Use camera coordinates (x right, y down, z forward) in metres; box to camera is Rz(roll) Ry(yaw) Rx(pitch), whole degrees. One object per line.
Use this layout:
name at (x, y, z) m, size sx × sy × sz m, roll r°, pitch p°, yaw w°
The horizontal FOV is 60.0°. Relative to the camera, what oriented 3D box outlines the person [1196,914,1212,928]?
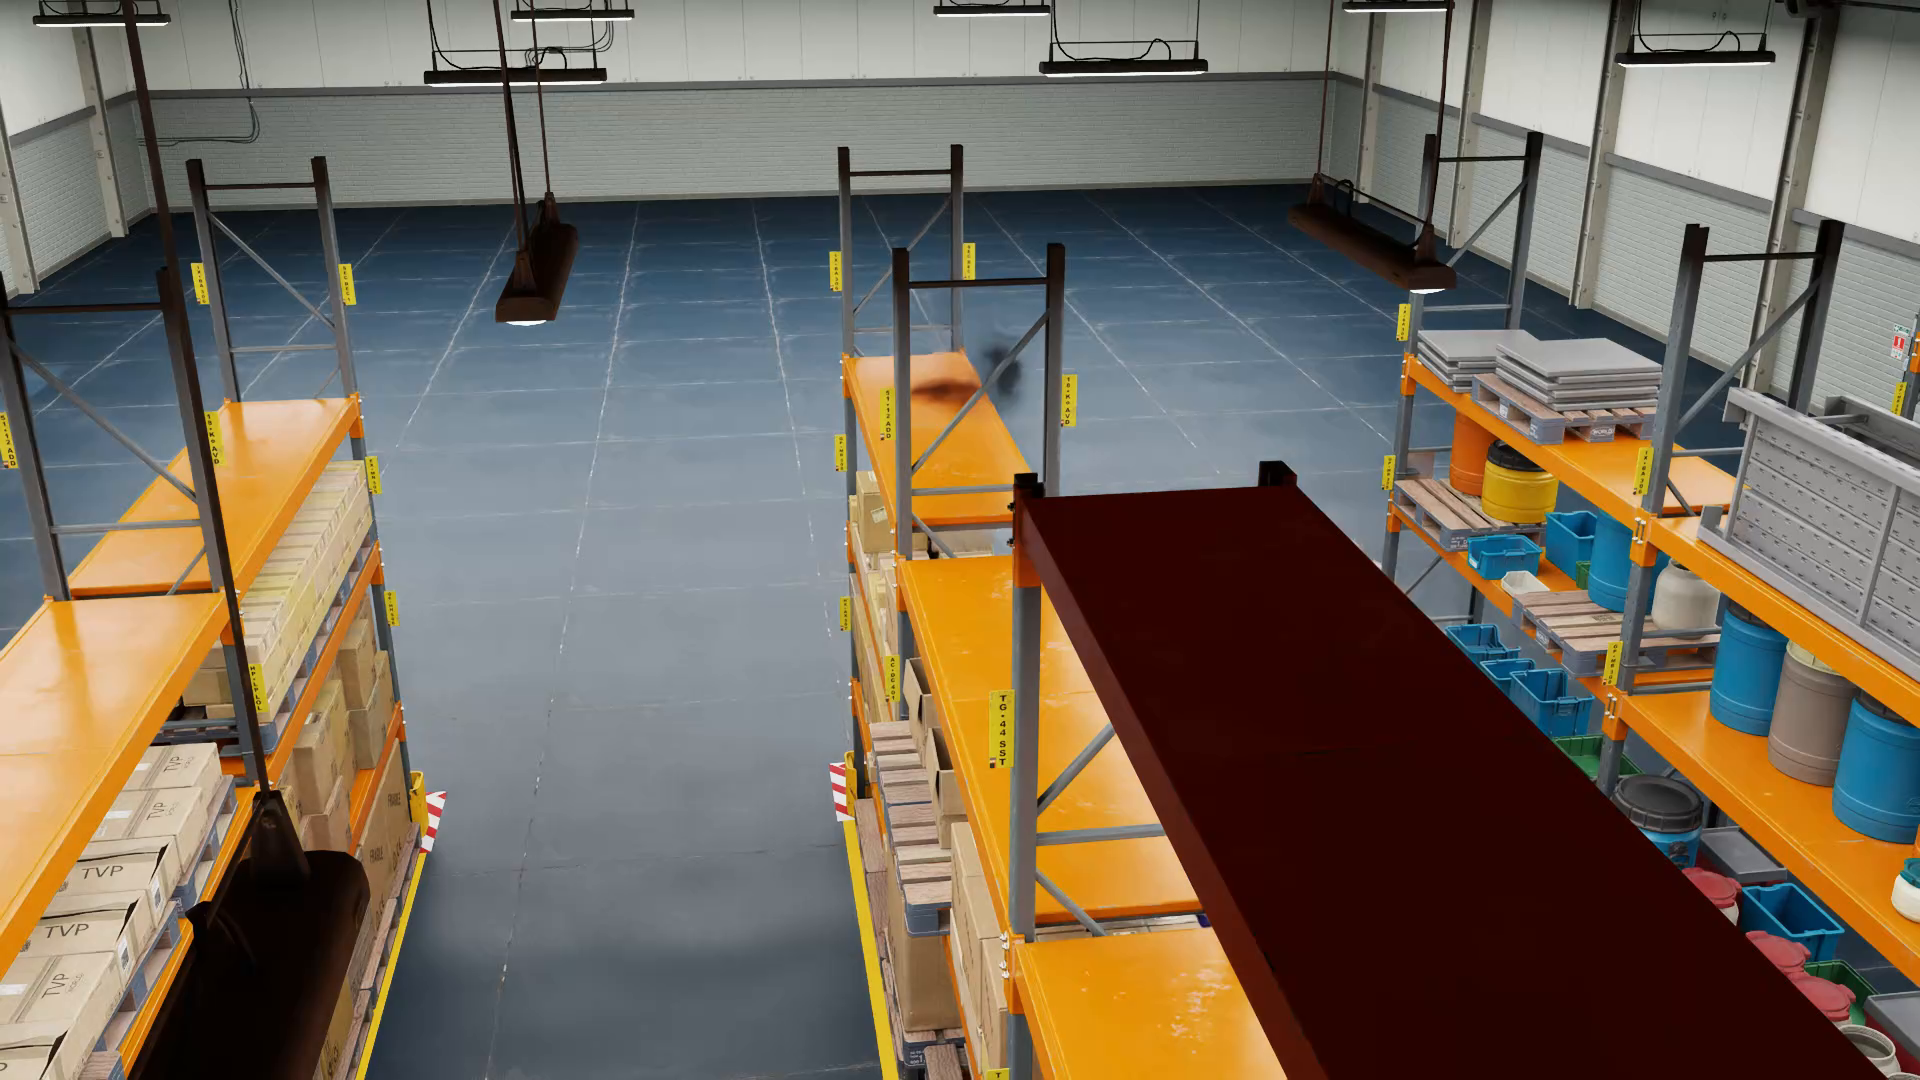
person at (1.711, 2.832, 12.307) m, size 0.599 × 1.601 × 0.557 m, roll -4°, pitch 22°, yaw -11°
